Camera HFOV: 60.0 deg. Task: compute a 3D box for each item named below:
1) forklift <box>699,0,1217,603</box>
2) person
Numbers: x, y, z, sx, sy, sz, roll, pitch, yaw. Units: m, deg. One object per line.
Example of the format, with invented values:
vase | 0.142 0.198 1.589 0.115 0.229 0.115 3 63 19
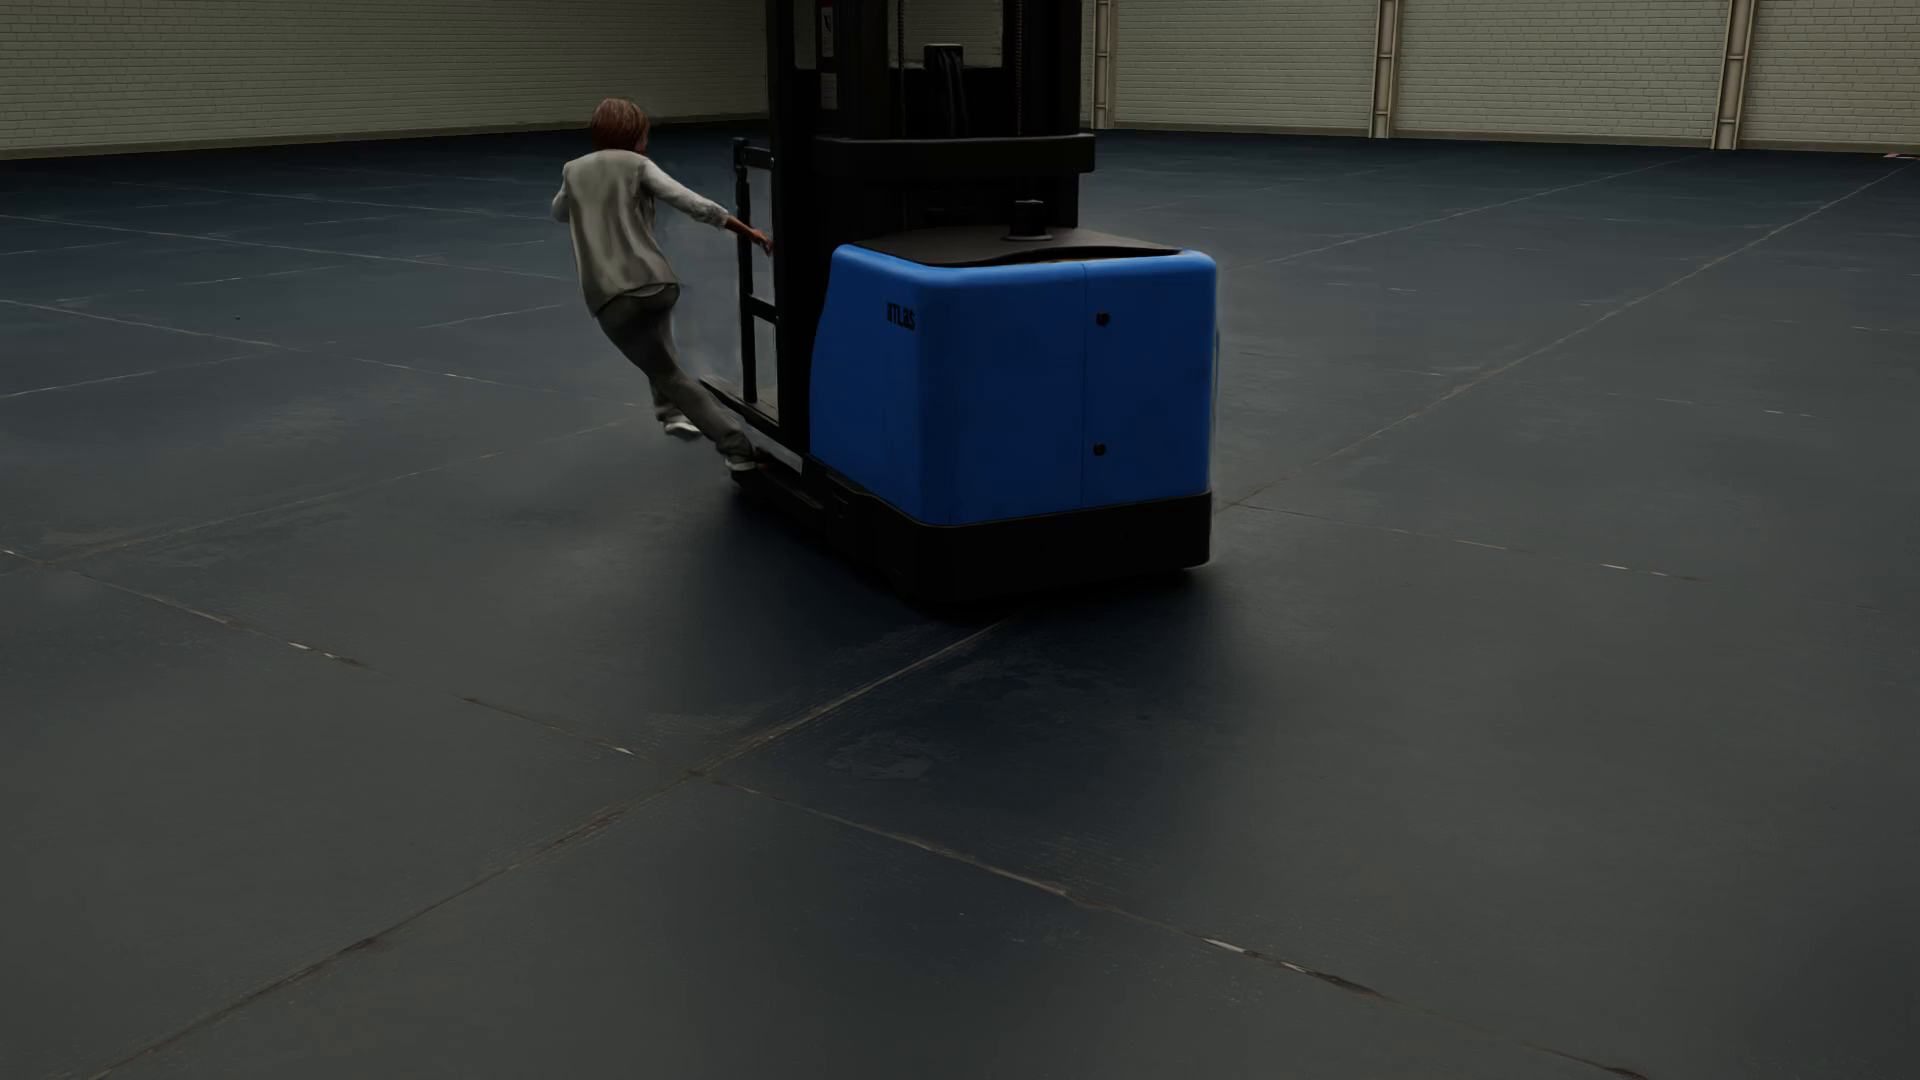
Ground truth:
forklift | -0.258 -1.591 6.152 1.130 2.935 3.031 -8 18 -24
person | -1.127 -0.976 6.326 0.848 1.355 0.819 -2 17 -6
